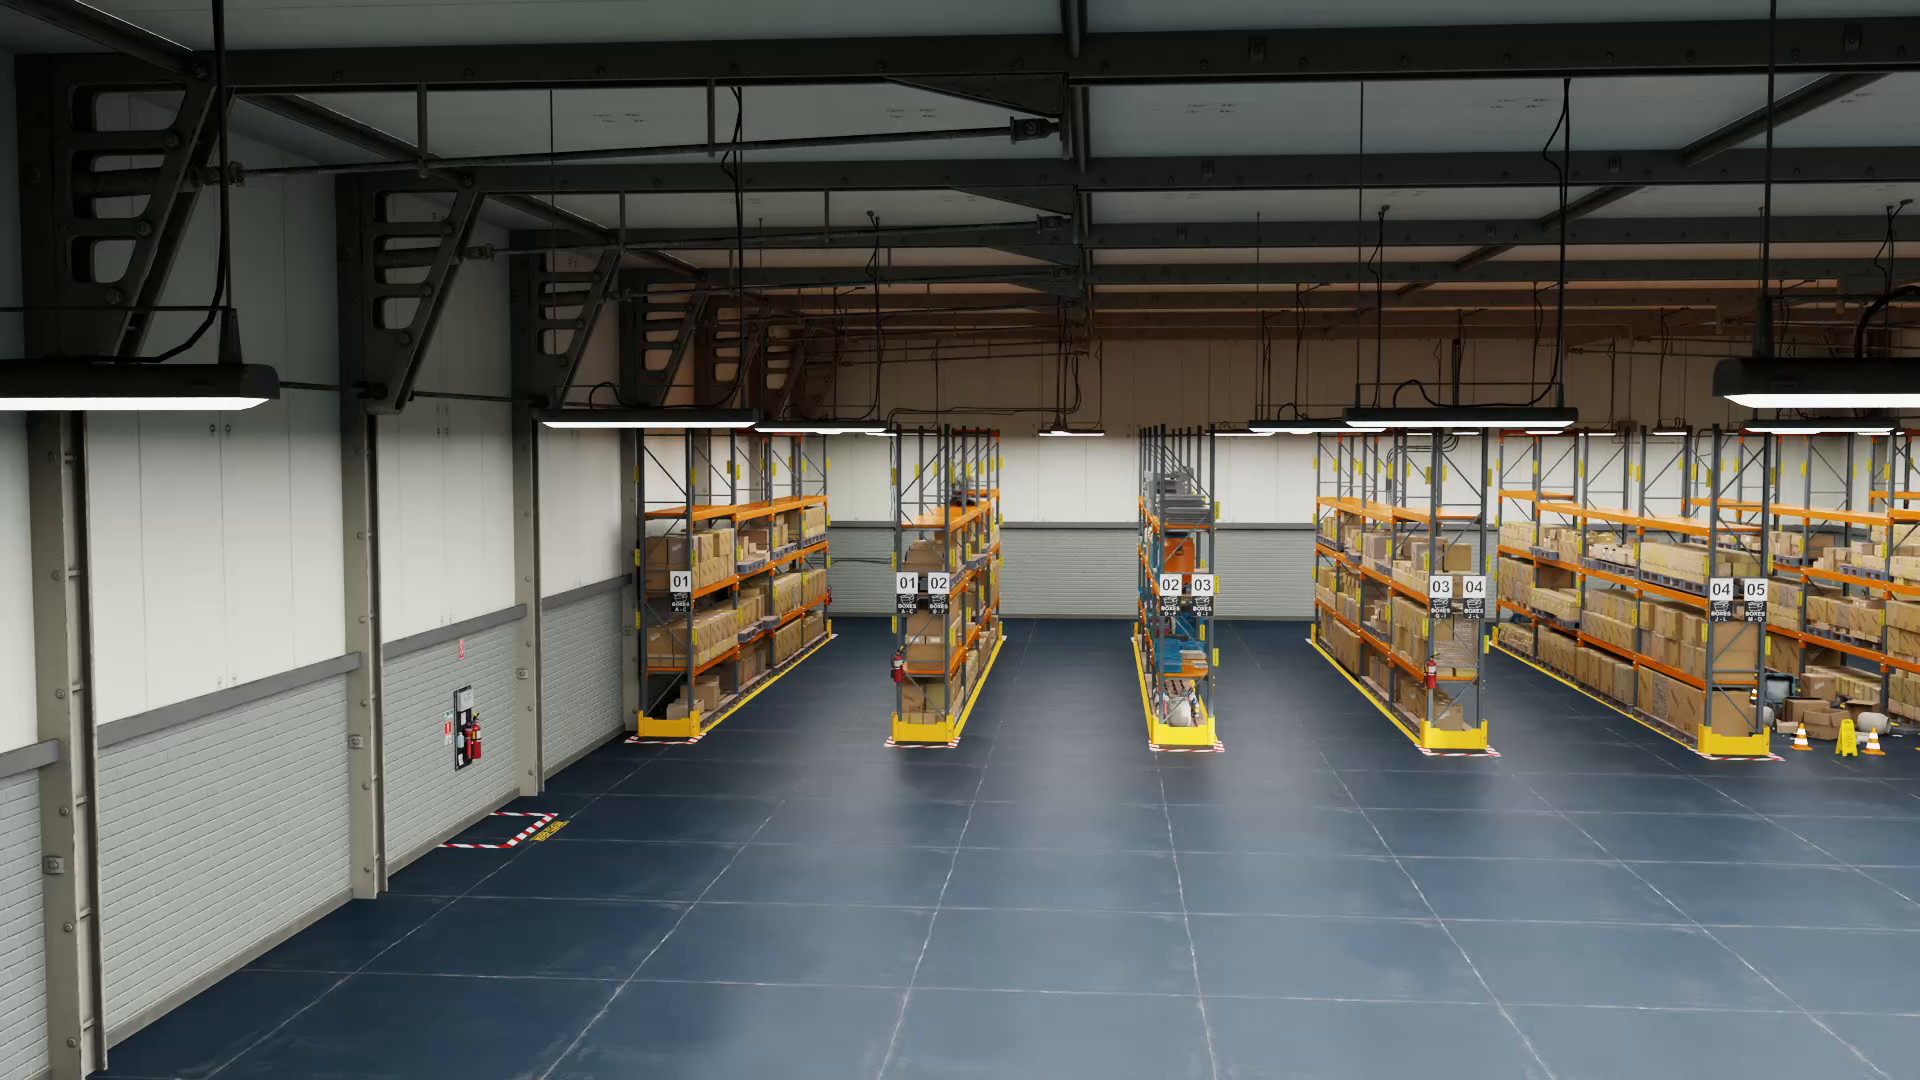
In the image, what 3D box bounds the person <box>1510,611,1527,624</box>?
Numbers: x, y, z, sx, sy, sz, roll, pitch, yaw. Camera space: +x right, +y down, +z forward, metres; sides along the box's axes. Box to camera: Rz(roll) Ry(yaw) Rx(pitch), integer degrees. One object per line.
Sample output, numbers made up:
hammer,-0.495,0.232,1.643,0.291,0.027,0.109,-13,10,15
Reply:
person,15.984,2.035,47.480,0.887,1.612,0.550,1,4,9
